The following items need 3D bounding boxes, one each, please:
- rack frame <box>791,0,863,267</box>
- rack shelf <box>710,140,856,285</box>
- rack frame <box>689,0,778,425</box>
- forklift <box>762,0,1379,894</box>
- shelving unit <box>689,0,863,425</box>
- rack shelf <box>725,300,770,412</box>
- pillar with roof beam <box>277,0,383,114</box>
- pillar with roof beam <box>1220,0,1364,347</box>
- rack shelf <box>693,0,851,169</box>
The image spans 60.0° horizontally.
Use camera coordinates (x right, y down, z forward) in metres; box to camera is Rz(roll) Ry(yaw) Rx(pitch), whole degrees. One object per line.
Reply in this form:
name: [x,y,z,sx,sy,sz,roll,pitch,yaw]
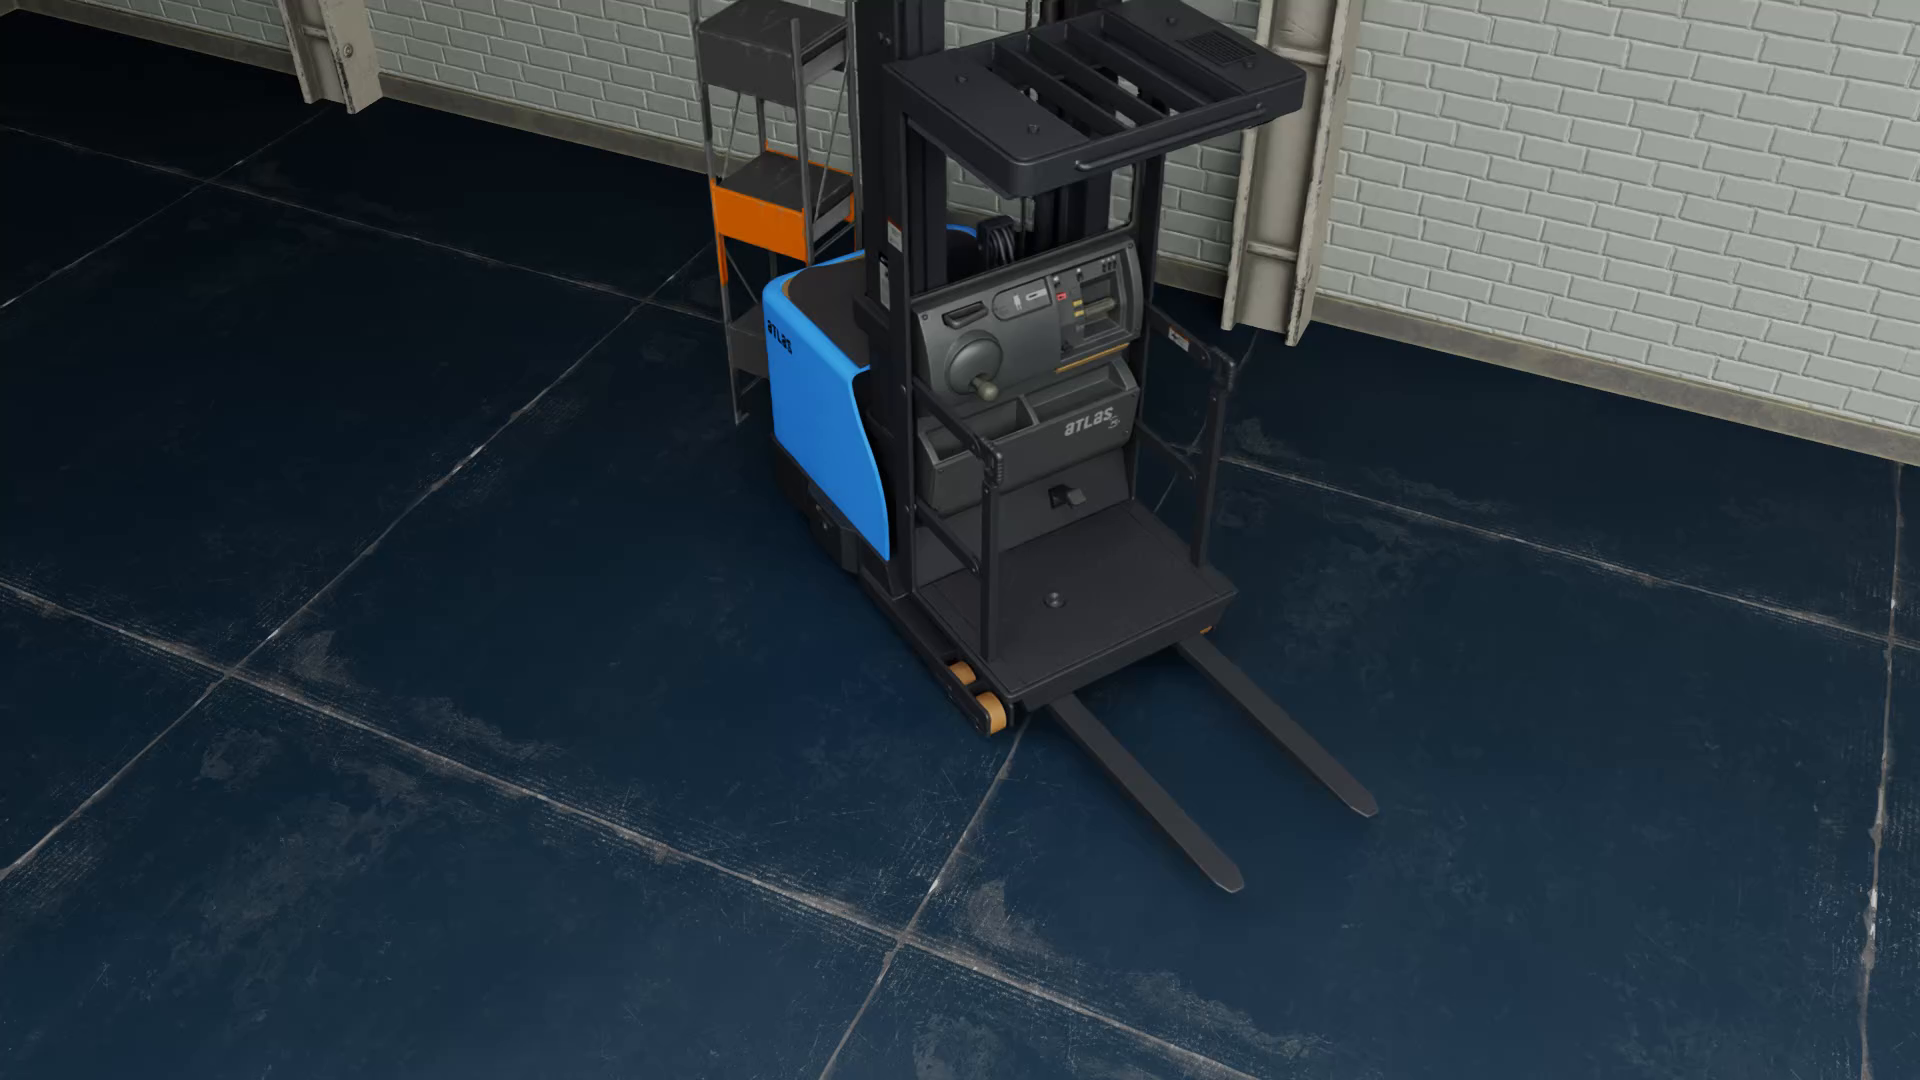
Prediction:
rack frame: [-0.536,-1.292,7.137,0.015,2.100,0.400,21,45,23]
rack shelf: [-0.746,-1.363,7.240,0.480,0.518,0.431,21,45,23]
rack frame: [-0.956,-1.455,7.325,0.015,2.100,0.400,21,45,23]
forklift: [0.379,-0.714,5.836,1.130,2.935,3.031,-22,46,-24]
shelving unit: [-0.746,-1.373,7.231,0.503,2.100,0.431,21,45,23]
rack shelf: [-0.746,-0.834,7.699,0.480,0.518,0.431,21,45,23]
pillar with roof beam: [-5.685,-3.626,4.562,0.400,9.000,9.100,17,44,19]
pillar with roof beam: [-0.248,-1.964,2.645,0.400,9.000,9.100,17,44,19]
rack shelf: [-0.746,-1.892,6.782,0.480,0.518,0.431,21,45,23]
